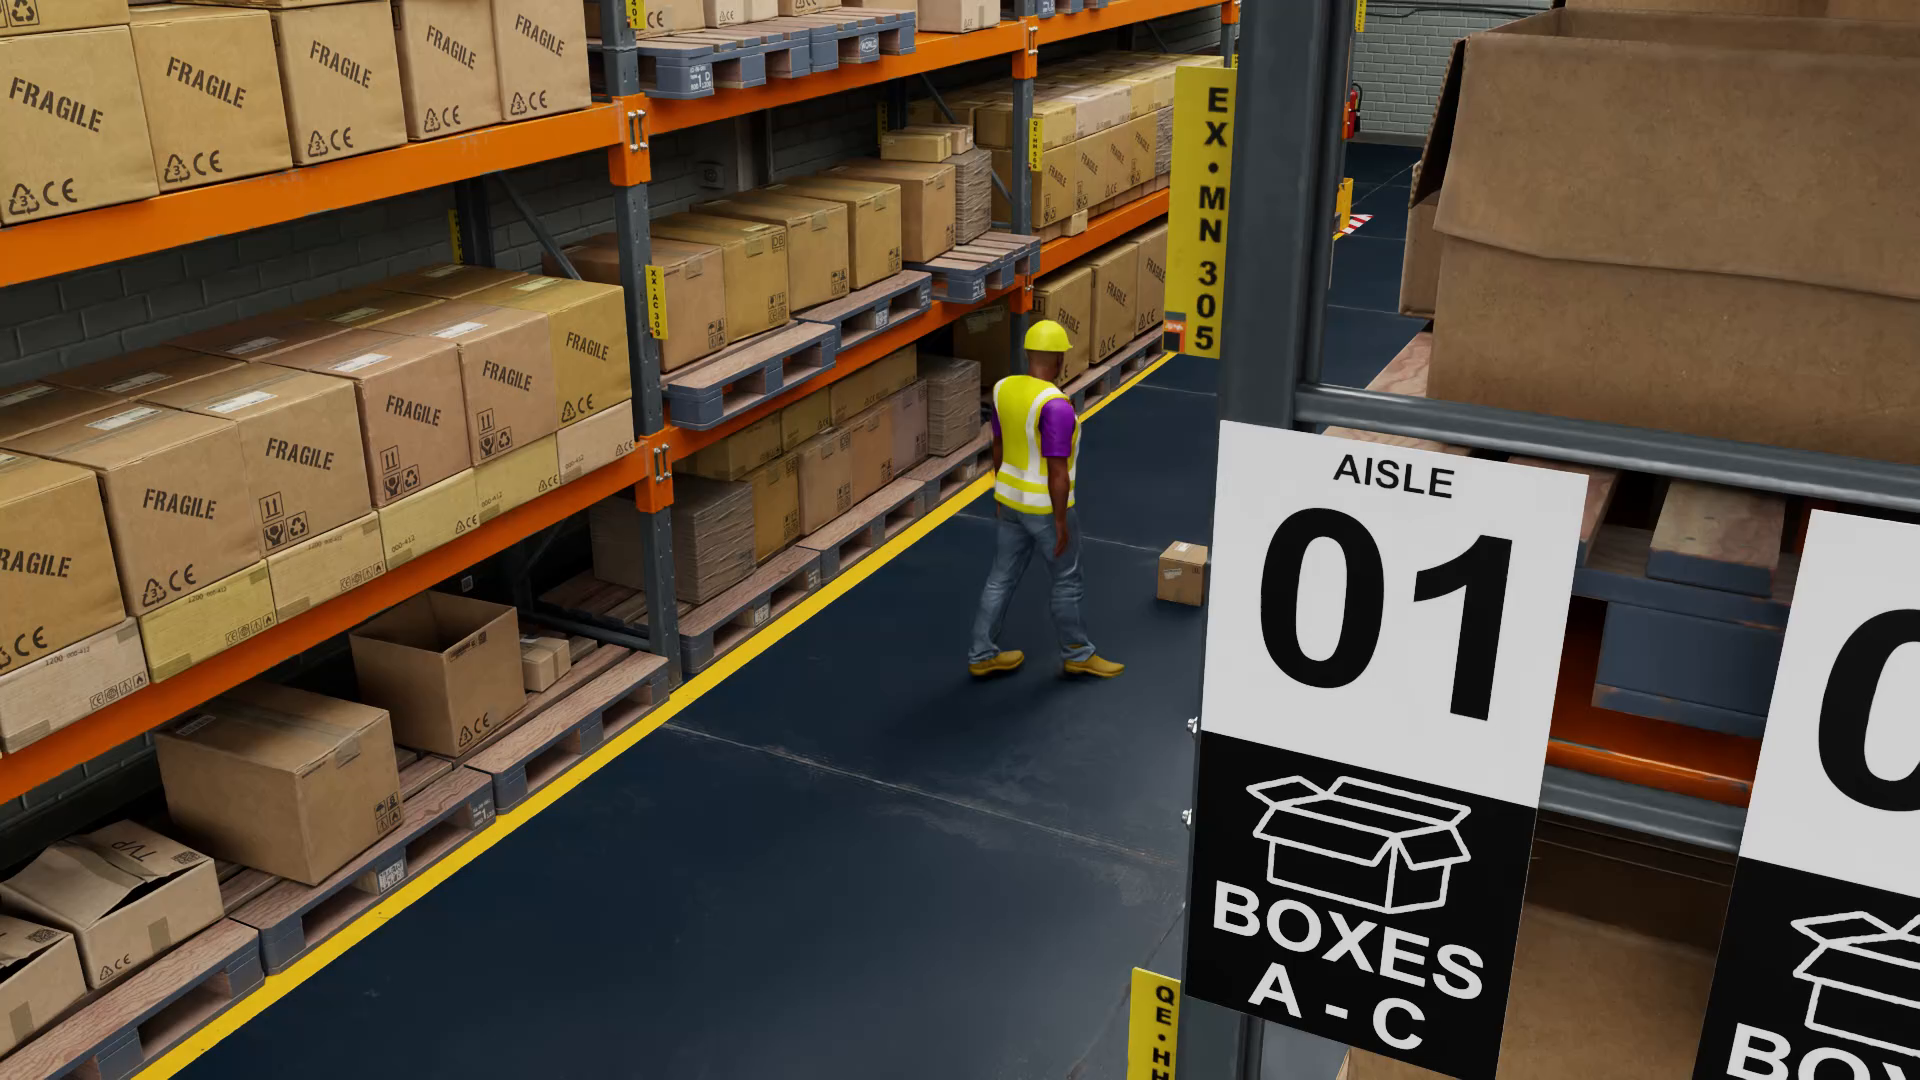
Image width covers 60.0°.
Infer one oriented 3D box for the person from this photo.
[{"bbox_3d":[0.364,-0.173,7.986,0.712,1.776,0.636,-15,27,-31],"label":"person"}]
